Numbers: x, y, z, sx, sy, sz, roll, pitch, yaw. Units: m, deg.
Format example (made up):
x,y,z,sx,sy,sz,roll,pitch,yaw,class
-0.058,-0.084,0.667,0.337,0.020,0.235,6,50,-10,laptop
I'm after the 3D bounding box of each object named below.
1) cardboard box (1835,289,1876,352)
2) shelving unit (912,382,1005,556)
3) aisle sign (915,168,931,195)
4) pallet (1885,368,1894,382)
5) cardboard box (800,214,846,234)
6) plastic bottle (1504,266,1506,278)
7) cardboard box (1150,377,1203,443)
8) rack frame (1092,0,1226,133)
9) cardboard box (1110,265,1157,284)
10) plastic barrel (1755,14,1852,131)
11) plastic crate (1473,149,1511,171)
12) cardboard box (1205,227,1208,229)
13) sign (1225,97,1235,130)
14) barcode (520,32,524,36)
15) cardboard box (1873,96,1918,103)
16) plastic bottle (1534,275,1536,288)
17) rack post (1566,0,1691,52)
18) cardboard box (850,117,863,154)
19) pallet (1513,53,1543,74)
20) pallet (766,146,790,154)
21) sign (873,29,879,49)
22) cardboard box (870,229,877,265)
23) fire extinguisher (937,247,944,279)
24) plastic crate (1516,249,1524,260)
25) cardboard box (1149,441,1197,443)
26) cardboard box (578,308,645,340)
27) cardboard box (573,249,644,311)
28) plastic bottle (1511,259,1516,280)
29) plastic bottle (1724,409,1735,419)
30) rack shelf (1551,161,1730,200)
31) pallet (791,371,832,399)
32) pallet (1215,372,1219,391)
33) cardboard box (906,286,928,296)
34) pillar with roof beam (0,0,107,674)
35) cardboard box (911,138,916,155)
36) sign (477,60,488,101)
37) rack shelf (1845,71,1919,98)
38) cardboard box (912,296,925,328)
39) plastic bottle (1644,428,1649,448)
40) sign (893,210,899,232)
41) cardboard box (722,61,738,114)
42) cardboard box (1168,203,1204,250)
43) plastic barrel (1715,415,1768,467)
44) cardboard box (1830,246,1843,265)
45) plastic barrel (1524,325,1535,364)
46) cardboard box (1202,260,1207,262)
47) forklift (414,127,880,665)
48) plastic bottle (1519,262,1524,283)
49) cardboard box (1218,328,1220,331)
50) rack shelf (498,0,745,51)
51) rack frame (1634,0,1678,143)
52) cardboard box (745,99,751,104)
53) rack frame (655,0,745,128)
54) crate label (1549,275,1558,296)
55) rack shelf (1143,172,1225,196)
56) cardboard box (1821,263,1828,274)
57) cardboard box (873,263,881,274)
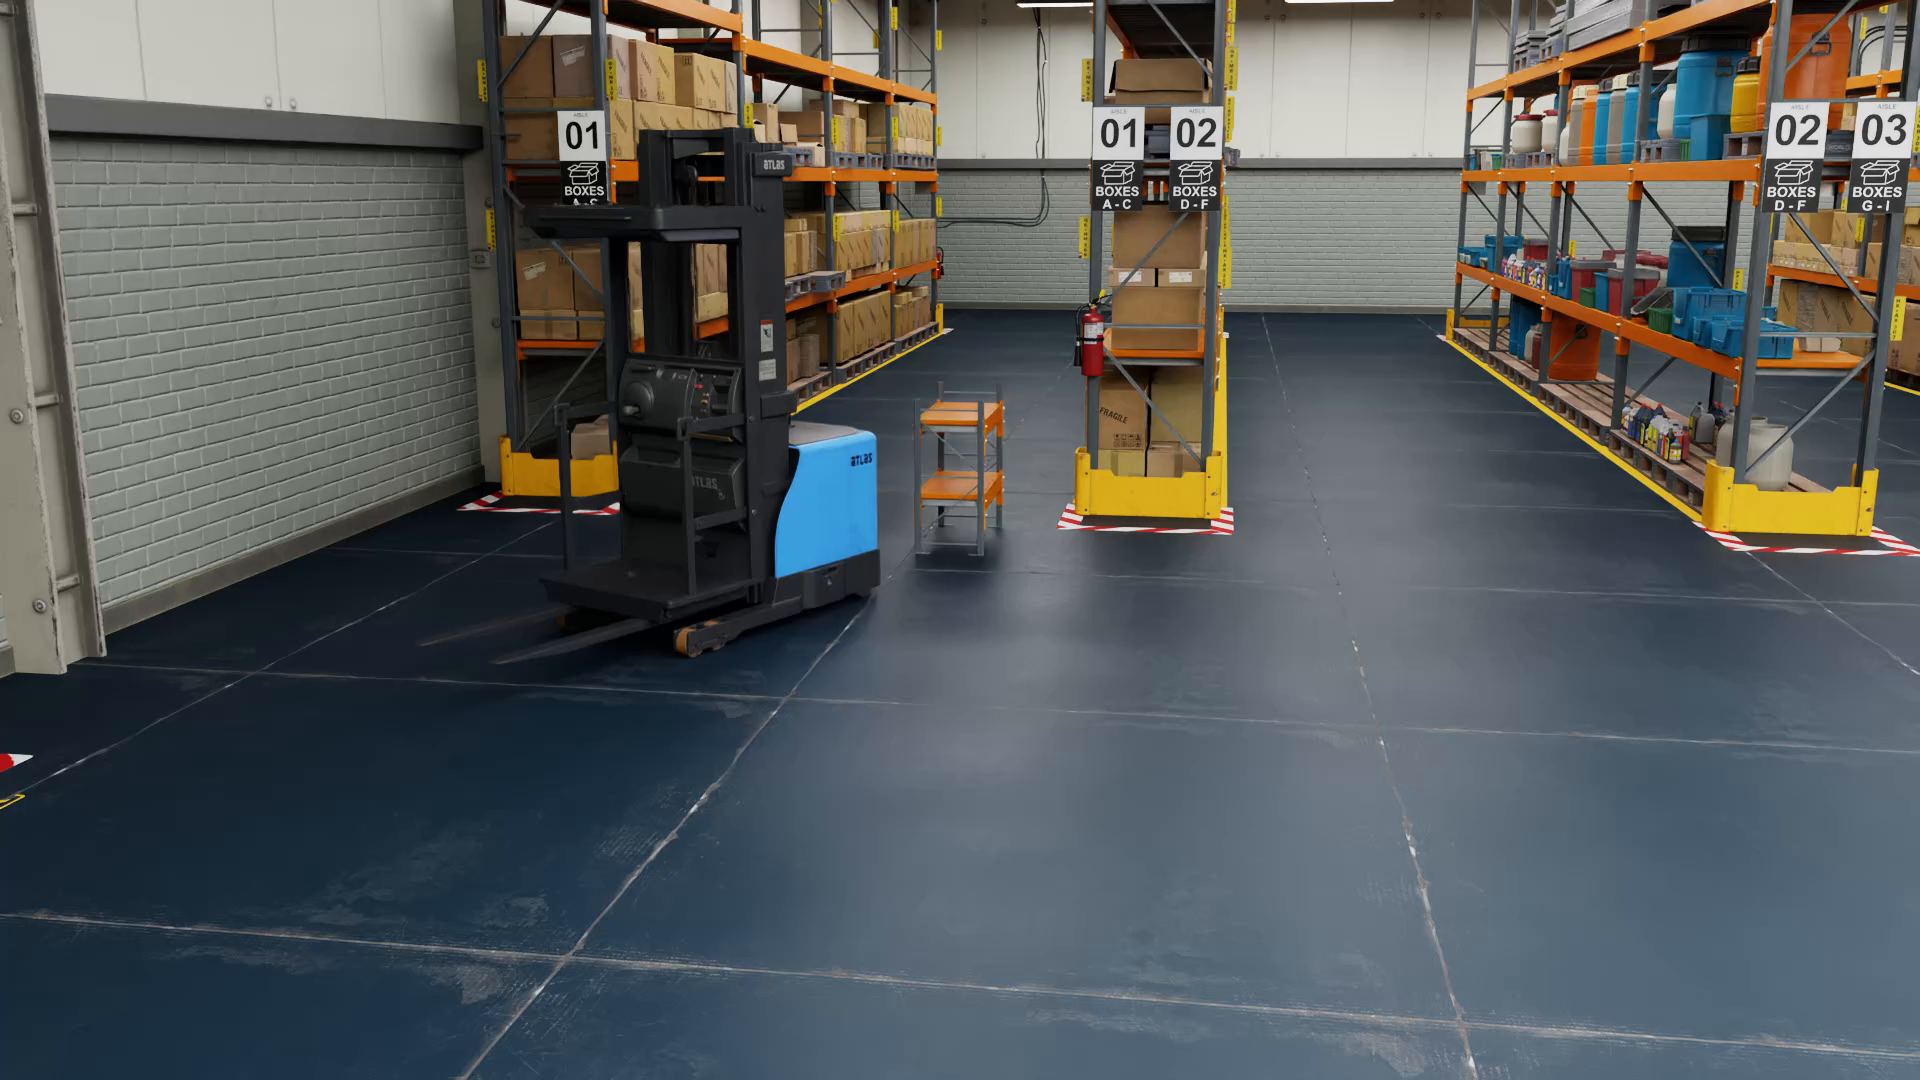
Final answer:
x,y,z,sx,sy,sz,roll,pitch,yaw,class
13.343,-3.172,24.137,0.875,0.875,0.875,2,12,9,cardboard box
0.001,-0.551,12.381,0.538,1.125,1.048,2,12,9,shelving unit
-0.598,-6.461,29.181,0.394,0.787,0.004,2,12,9,aisle sign
13.119,-2.344,22.869,1.003,0.211,1.213,2,12,9,pallet
-1.807,-4.182,22.007,0.500,0.250,0.500,2,12,10,cardboard box
7.771,-3.819,23.565,0.097,0.201,0.097,0,12,0,plastic bottle
1.907,-1.130,14.368,0.500,0.500,0.500,2,12,9,cardboard box
1.529,-4.627,12.602,1.000,3.000,0.127,2,12,9,rack frame
1.439,-2.200,13.806,0.380,0.149,0.250,2,12,10,cardboard box
6.372,-3.520,12.569,0.600,0.830,0.708,2,12,9,plastic barrel
8.377,-5.990,26.197,0.504,0.338,0.767,2,12,9,plastic crate
3.164,-4.076,23.055,0.700,0.500,0.500,-1,12,-6,cardboard box
2.693,-4.267,16.637,0.100,0.325,0.005,2,12,9,sign
-3.751,-4.315,14.241,0.001,0.075,0.075,2,12,9,barcode
13.314,-6.202,23.779,0.500,0.250,0.500,1,12,5,cardboard box
7.410,-3.331,21.303,0.097,0.201,0.097,0,12,0,plastic bottle
7.256,-5.809,17.612,1.013,1.000,3.121,2,12,9,rack post
-1.786,-5.784,23.813,0.700,0.500,0.500,2,12,8,cardboard box
8.172,-6.502,22.703,1.003,0.211,1.213,2,12,9,pallet
-2.551,-4.186,18.123,1.213,0.211,1.003,2,12,9,pallet
-1.453,-8.670,28.773,0.100,0.325,0.005,2,12,9,sign
-1.497,-4.241,24.060,0.500,0.500,0.500,2,12,9,cardboard box
-0.426,-4.981,29.554,0.296,0.674,0.183,2,12,9,fire extinguisher
8.686,-4.314,25.530,0.437,0.282,0.530,2,12,9,plastic crate
1.905,-0.764,14.448,0.500,0.250,0.500,2,12,9,cardboard box
-2.977,-1.882,14.413,0.500,0.250,0.500,2,12,7,cardboard box
-2.996,-2.247,14.326,0.500,0.500,0.500,2,12,9,cardboard box
7.654,-3.726,22.941,0.061,0.283,0.133,2,12,9,plastic bottle
7.145,-1.035,15.420,0.144,0.351,0.185,2,12,8,plastic bottle
7.346,-3.896,18.041,1.077,0.370,4.000,2,12,9,rack shelf
-2.257,-1.993,21.242,1.003,0.211,1.213,2,12,9,pallet
2.912,-2.150,21.971,1.003,0.211,1.213,2,12,9,pallet
-0.754,-4.303,28.738,0.380,0.149,0.250,2,12,8,cardboard box
-0.782,-3.572,7.707,9.100,9.000,0.400,2,12,9,pillar with roof beam
-0.990,-6.347,26.826,0.500,0.250,0.500,2,12,7,cardboard box
-3.911,-3.775,13.669,0.100,0.325,0.005,2,12,9,sign
13.470,-6.672,24.750,1.077,0.370,4.000,2,12,9,rack shelf
-0.991,-3.915,28.475,0.700,0.500,0.500,2,12,8,cardboard box
6.408,-0.961,15.429,0.097,0.201,0.097,0,12,0,plastic bottle
-0.983,-4.864,25.381,0.100,0.325,0.005,2,12,9,sign
-2.560,-4.587,16.880,0.500,0.500,0.500,1,12,4,cardboard box
1.774,-2.700,14.583,0.700,0.500,0.500,2,12,9,cardboard box
6.526,-0.766,13.835,0.421,0.512,0.421,0,12,0,plastic barrel
13.049,-4.151,24.283,0.500,0.250,0.500,2,12,10,cardboard box
7.884,-2.645,22.556,0.421,0.512,0.421,0,12,0,plastic barrel
1.999,-2.403,14.746,0.380,0.149,0.250,2,12,8,cardboard box
-1.774,-0.883,9.634,1.130,2.935,3.031,8,15,34,forklift
7.583,-3.599,22.380,0.097,0.271,0.097,0,12,0,plastic bottle
3.187,-2.547,22.082,0.500,0.500,0.500,1,12,7,cardboard box
-3.058,-4.850,15.351,1.077,0.370,4.000,2,12,9,rack shelf
7.038,-5.298,15.718,1.000,3.000,0.127,2,12,9,rack frame
-2.588,-4.518,17.984,0.500,0.500,0.500,4,13,17,cardboard box
-2.751,-5.619,17.207,1.000,3.000,0.127,2,12,9,rack frame
7.218,-3.041,19.880,0.303,0.233,0.416,2,12,9,crate label
2.452,-4.058,18.790,1.077,0.370,4.000,2,12,9,rack shelf
13.044,-4.036,24.697,0.380,0.149,0.250,2,12,10,cardboard box
-1.375,-3.997,24.467,0.380,0.149,0.250,2,12,9,cardboard box
